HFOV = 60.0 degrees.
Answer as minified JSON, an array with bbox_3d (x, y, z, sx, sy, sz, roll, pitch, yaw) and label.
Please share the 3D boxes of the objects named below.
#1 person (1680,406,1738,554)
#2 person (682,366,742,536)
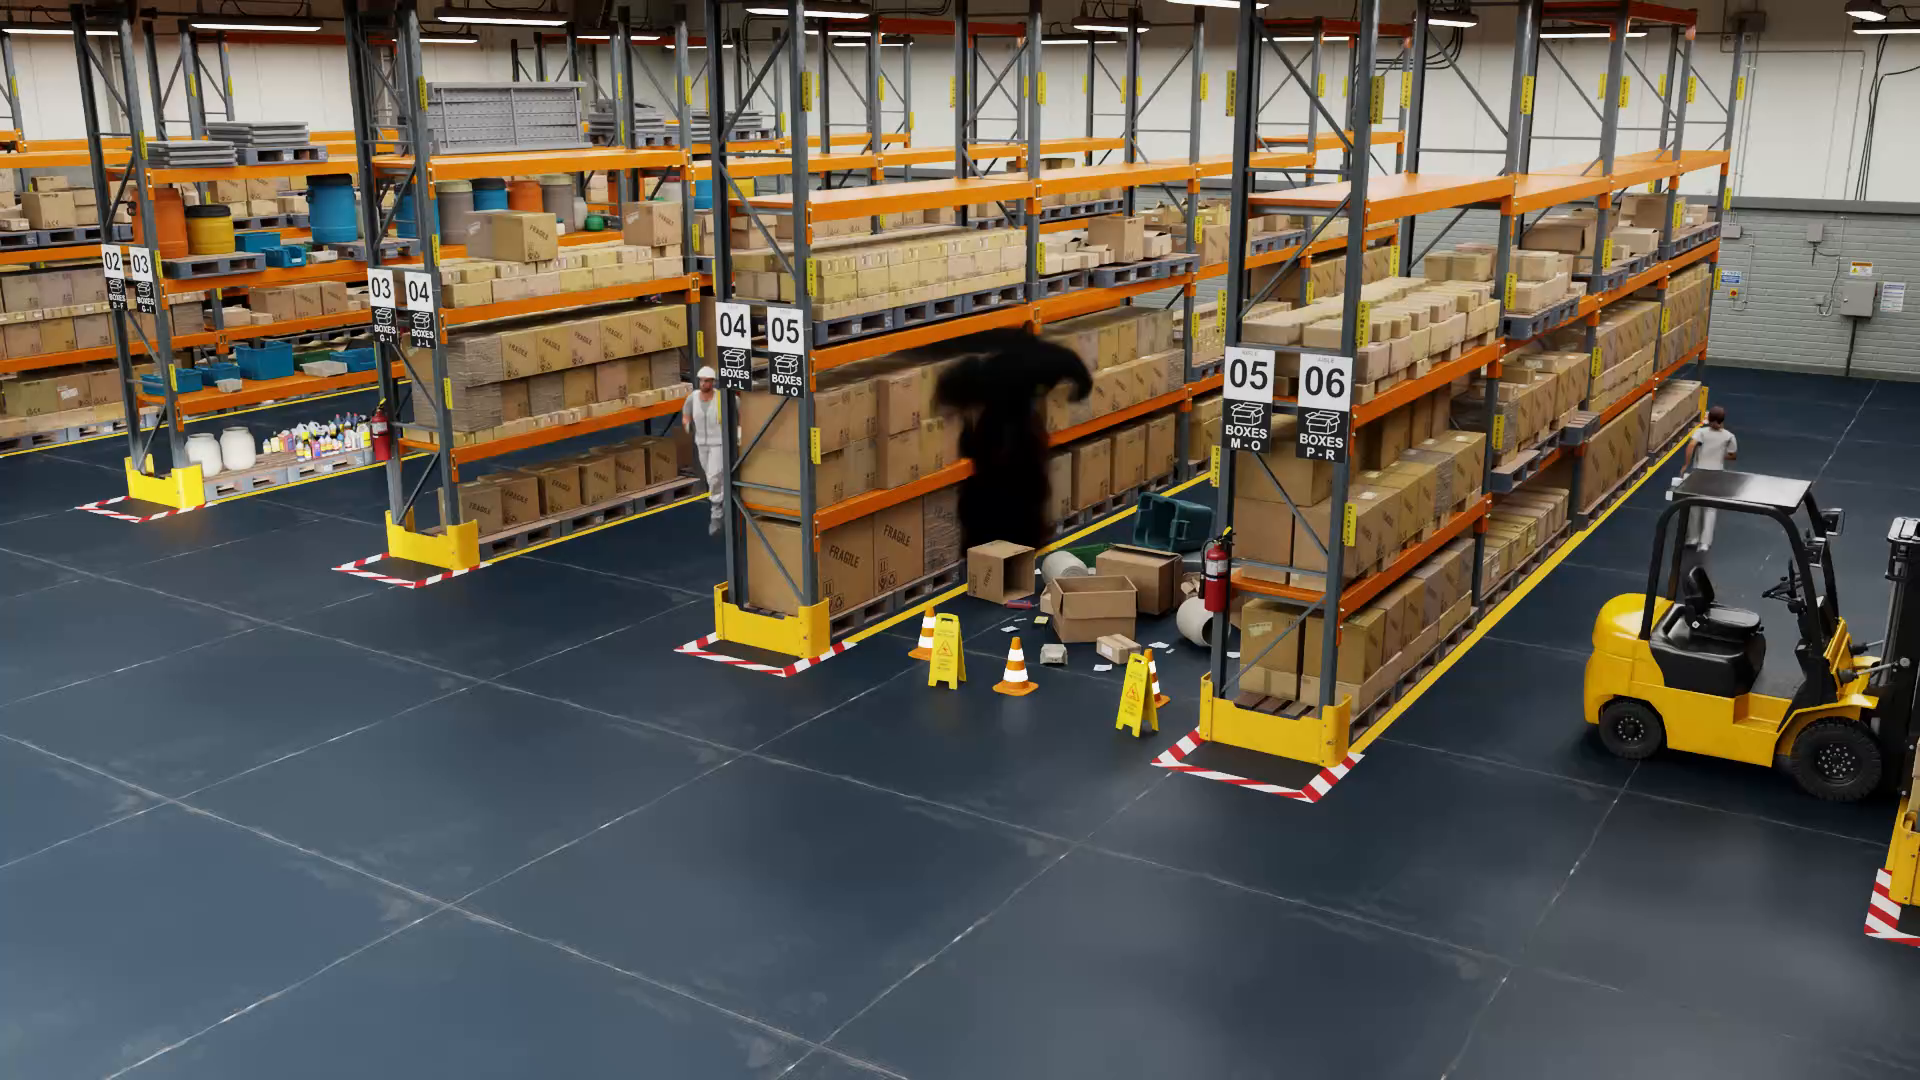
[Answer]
[{"bbox_3d":[8.310,-0.651,18.502,0.565,1.639,0.952,7,17,23],"label":"person"},{"bbox_3d":[-2.765,-1.001,18.482,0.624,1.885,0.816,6,17,21],"label":"person"}]
